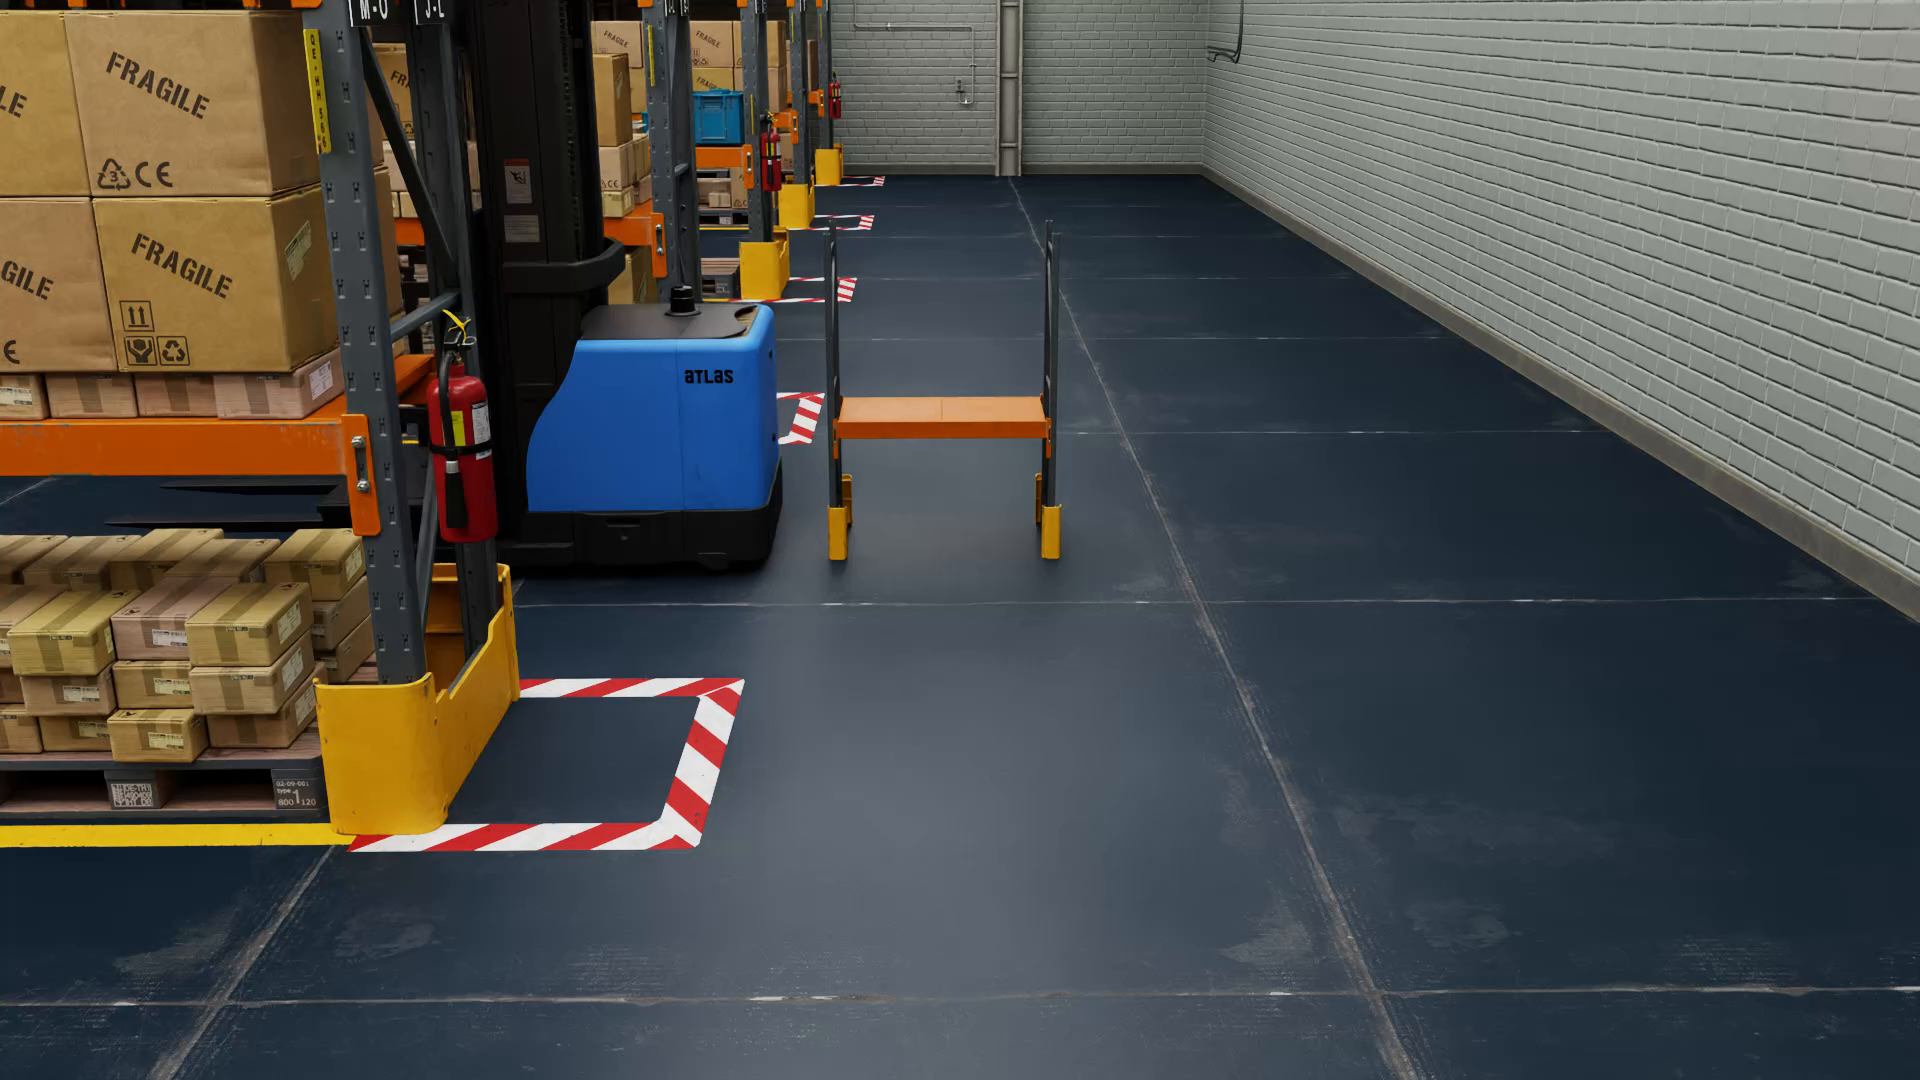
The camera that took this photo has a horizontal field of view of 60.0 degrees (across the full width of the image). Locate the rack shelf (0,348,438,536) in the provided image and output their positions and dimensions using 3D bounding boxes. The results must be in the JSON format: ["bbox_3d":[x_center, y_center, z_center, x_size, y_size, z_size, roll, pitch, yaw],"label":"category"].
[{"bbox_3d":[-3.737,-0.336,5.361,4.000,0.370,1.077,0,18,-1],"label":"rack shelf"}]

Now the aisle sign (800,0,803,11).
[{"bbox_3d":[-1.794,-6.373,18.749,0.004,0.787,0.394,0,18,-1],"label":"aisle sign"}]

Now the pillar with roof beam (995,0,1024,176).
[{"bbox_3d":[0.805,-8.561,20.002,0.400,9.000,9.100,0,18,-1],"label":"pillar with roof beam"}]

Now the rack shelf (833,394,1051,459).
[{"bbox_3d":[-0.085,-0.542,7.872,1.000,0.185,0.538,0,18,-1],"label":"rack shelf"}]

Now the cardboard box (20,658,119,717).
[{"bbox_3d":[-2.780,0.421,5.317,0.250,0.149,0.380,-1,18,-3],"label":"cardboard box"}]

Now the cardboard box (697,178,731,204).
[{"bbox_3d":[-2.915,-4.210,20.044,0.500,0.250,0.500,0,18,-1],"label":"cardboard box"}]

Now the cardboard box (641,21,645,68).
[{"bbox_3d":[-3.331,-5.660,18.979,0.500,0.500,0.500,0,18,1],"label":"cardboard box"}]

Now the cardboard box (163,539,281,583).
[{"bbox_3d":[-2.540,0.123,5.758,0.250,0.149,0.380,0,18,0],"label":"cardboard box"}]

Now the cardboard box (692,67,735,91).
[{"bbox_3d":[-2.829,-5.187,19.144,0.500,0.500,0.500,0,18,0],"label":"cardboard box"}]

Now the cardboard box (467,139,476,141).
[{"bbox_3d":[-2.718,-2.349,10.218,0.500,0.250,0.500,0,18,-2],"label":"cardboard box"}]

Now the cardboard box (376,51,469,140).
[{"bbox_3d":[-3.217,-2.704,10.096,0.500,0.500,0.500,-1,18,-2],"label":"cardboard box"}]

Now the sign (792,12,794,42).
[{"bbox_3d":[-1.879,-5.761,18.683,0.005,0.325,0.100,0,18,-1],"label":"sign"}]

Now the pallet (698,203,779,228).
[{"bbox_3d":[-2.740,-3.896,19.848,1.213,0.211,1.003,0,18,-1],"label":"pallet"}]

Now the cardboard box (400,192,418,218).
[{"bbox_3d":[-3.087,-1.976,9.707,0.250,0.149,0.380,-1,18,-2],"label":"cardboard box"}]

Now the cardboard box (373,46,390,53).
[{"bbox_3d":[-7.031,-5.500,19.432,0.500,0.500,0.700,3,18,8],"label":"cardboard box"}]

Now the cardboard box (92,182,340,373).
[{"bbox_3d":[-2.183,-0.796,4.968,0.500,0.500,0.500,0,18,0],"label":"cardboard box"}]

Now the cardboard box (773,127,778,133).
[{"bbox_3d":[-2.773,-5.970,24.090,0.250,0.149,0.380,0,18,-2],"label":"cardboard box"}]

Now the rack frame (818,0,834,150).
[{"bbox_3d":[-1.949,-6.742,24.153,0.127,3.000,1.000,0,18,-1],"label":"rack frame"}]

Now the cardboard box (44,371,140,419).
[{"bbox_3d":[-2.559,-0.485,5.059,0.250,0.149,0.380,0,18,-1],"label":"cardboard box"}]

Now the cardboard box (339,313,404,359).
[{"bbox_3d":[-2.066,-0.667,5.626,0.250,0.149,0.380,0,18,-1],"label":"cardboard box"}]

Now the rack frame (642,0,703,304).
[{"bbox_3d":[-1.715,-2.203,10.005,0.127,3.000,1.000,0,18,-1],"label":"rack frame"}]

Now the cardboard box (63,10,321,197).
[{"bbox_3d":[-2.191,-1.275,4.824,0.500,0.500,0.500,-1,18,-2],"label":"cardboard box"}]

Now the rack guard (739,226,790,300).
[{"bbox_3d":[-1.769,-2.530,15.115,0.348,0.500,1.175,0,18,-1],"label":"rack guard"}]

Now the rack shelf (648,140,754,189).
[{"bbox_3d":[-3.793,-3.364,14.800,4.000,0.370,1.077,0,18,-1],"label":"rack shelf"}]

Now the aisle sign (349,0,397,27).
[{"bbox_3d":[-1.660,-1.834,4.599,0.004,0.787,0.394,0,18,-1],"label":"aisle sign"}]

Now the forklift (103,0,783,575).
[{"bbox_3d":[-2.396,-1.377,7.543,3.031,2.935,1.130,-1,18,-2],"label":"forklift"}]

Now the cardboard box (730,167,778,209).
[{"bbox_3d":[-2.407,-4.170,19.508,0.500,0.500,0.500,0,18,-1],"label":"cardboard box"}]

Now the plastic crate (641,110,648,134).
[{"bbox_3d":[-2.703,-3.761,15.037,0.300,0.233,0.416,0,18,-1],"label":"plastic crate"}]

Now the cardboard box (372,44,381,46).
[{"bbox_3d":[-8.438,-6.828,23.738,0.500,0.500,0.500,0,18,-1],"label":"cardboard box"}]

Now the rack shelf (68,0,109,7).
[{"bbox_3d":[-11.866,-6.266,18.938,4.000,0.370,1.077,0,18,-1],"label":"rack shelf"}]

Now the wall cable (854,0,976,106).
[{"bbox_3d":[-0.684,-7.520,24.917,1.851,1.984,0.084,0,18,-1],"label":"wall cable"}]

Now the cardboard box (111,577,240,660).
[{"bbox_3d":[-2.515,0.250,5.363,0.250,0.149,0.380,0,18,0],"label":"cardboard box"}]

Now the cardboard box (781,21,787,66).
[{"bbox_3d":[-2.315,-5.831,19.513,0.500,0.500,0.500,0,18,1],"label":"cardboard box"}]

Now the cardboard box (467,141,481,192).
[{"bbox_3d":[-2.702,-2.188,9.715,0.500,0.250,0.500,-1,18,-2],"label":"cardboard box"}]

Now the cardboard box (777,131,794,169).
[{"bbox_3d":[-2.648,-5.717,24.365,0.500,0.500,0.700,0,18,-1],"label":"cardboard box"}]

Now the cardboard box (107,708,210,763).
[{"bbox_3d":[-2.516,0.568,5.345,0.250,0.149,0.380,0,18,1],"label":"cardboard box"}]

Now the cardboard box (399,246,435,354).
[{"bbox_3d":[-3.263,-1.359,10.166,0.875,0.875,0.875,0,18,-1],"label":"cardboard box"}]

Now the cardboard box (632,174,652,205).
[{"bbox_3d":[-2.075,-2.183,10.352,0.250,0.149,0.380,0,18,0],"label":"cardboard box"}]

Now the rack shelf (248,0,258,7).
[{"bbox_3d":[-7.948,-7.798,23.714,4.000,0.370,1.077,0,18,-1],"label":"rack shelf"}]

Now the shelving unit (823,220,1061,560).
[{"bbox_3d":[-0.076,-0.714,7.817,1.083,1.500,0.587,0,18,-1],"label":"shelving unit"}]

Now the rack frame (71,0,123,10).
[{"bbox_3d":[-9.866,-5.190,19.316,0.127,3.000,1.000,0,18,-1],"label":"rack frame"}]

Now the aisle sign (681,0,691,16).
[{"bbox_3d":[-1.647,-3.533,9.894,0.004,0.787,0.394,0,18,-1],"label":"aisle sign"}]

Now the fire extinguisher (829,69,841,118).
[{"bbox_3d":[-1.791,-6.387,23.784,0.183,0.674,0.296,0,18,-1],"label":"fire extinguisher"}]

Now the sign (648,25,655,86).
[{"bbox_3d":[-1.720,-2.701,9.275,0.005,0.325,0.100,0,18,-1],"label":"sign"}]

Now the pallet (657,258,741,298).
[{"bbox_3d":[-2.618,-2.396,15.171,1.213,0.211,1.003,0,18,-1],"label":"pallet"}]

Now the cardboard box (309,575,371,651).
[{"bbox_3d":[-2.265,0.252,5.843,0.250,0.149,0.380,0,18,1],"label":"cardboard box"}]

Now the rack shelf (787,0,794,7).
[{"bbox_3d":[-3.867,-6.305,19.058,4.000,0.370,1.077,0,18,-1],"label":"rack shelf"}]

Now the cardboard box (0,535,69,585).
[{"bbox_3d":[-3.318,0.110,5.799,0.250,0.149,0.380,0,18,1],"label":"cardboard box"}]
